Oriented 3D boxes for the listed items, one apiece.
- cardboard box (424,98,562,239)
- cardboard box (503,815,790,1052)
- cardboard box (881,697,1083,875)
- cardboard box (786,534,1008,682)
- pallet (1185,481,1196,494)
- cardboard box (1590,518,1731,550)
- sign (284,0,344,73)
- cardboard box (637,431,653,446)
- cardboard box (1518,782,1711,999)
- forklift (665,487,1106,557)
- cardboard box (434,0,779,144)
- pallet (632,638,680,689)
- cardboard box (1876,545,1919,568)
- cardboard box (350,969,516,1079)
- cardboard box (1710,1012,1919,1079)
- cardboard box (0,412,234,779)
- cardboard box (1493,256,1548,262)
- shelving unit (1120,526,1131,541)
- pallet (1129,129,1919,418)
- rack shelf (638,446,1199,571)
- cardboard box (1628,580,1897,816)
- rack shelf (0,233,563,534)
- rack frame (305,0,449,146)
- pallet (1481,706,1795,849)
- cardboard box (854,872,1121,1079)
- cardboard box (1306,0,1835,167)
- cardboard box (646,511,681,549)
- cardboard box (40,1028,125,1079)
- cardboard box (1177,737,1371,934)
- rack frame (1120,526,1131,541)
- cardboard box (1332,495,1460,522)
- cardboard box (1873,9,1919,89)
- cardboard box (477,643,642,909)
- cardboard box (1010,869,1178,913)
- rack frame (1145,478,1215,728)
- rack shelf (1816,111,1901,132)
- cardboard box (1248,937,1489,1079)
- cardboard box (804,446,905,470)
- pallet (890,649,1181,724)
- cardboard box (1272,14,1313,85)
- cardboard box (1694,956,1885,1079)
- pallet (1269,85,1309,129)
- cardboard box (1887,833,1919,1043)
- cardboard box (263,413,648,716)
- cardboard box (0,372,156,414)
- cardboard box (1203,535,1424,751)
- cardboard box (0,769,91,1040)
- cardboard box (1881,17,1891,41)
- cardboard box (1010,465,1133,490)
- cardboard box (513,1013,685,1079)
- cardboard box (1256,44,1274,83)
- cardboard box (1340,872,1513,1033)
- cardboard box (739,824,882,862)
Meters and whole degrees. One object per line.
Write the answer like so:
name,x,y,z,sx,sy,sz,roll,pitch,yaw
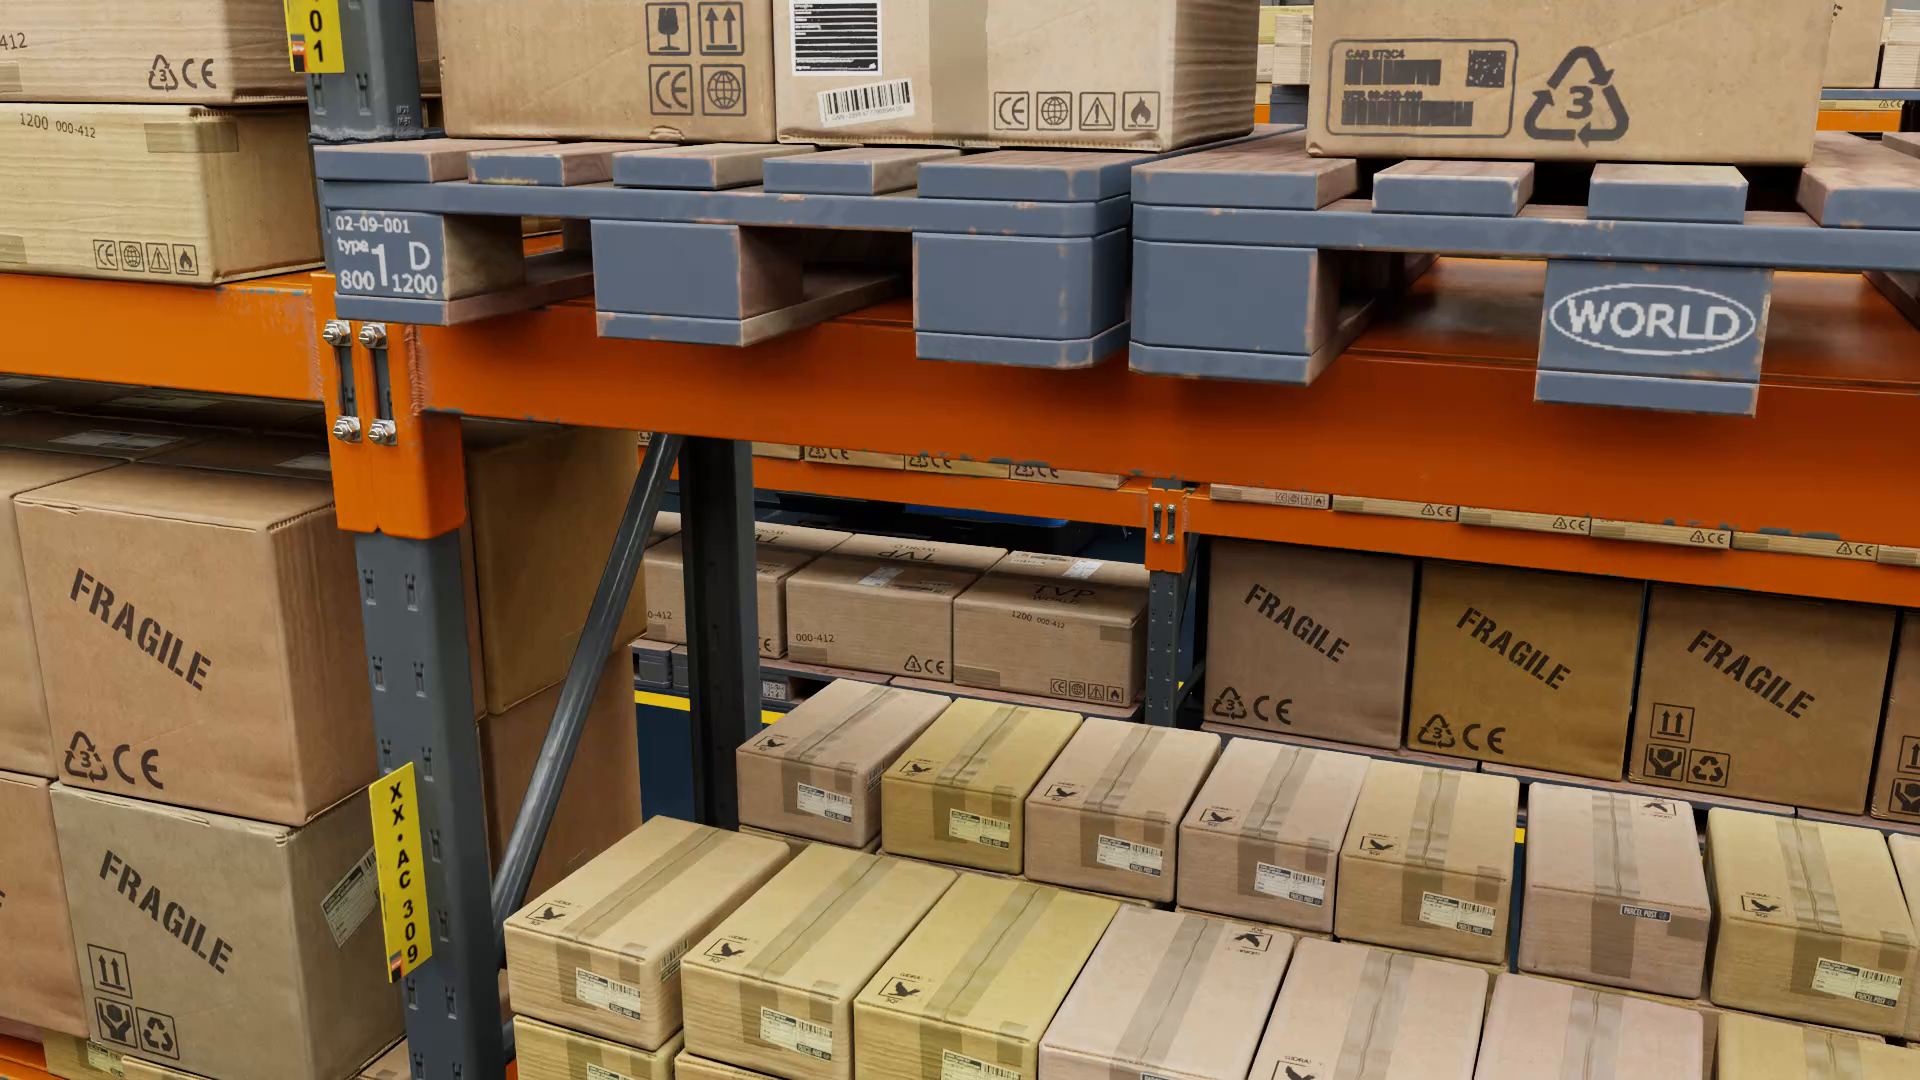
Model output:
cardboard box,-0.983,-0.708,3.121,0.500,0.250,0.500,7,18,23
cardboard box,-0.451,0.569,2.463,0.250,0.149,0.380,7,18,23
cardboard box,0.046,0.427,2.952,0.250,0.149,0.380,6,17,19
cardboard box,-0.305,0.327,8.508,0.875,0.438,0.875,6,17,19
pallet,2.252,-0.537,12.644,1.213,0.211,1.003,6,17,21
cardboard box,2.800,-0.170,6.647,0.500,0.250,0.500,6,17,20
sign,-0.841,-0.771,2.141,0.005,0.325,0.100,6,17,21
cardboard box,-1.359,-0.750,8.198,0.500,0.500,0.500,6,17,20
cardboard box,1.008,0.534,2.586,0.250,0.149,0.380,5,17,18
forklift,-0.585,-1.473,10.989,3.031,2.935,1.130,6,17,21
cardboard box,-0.337,-0.847,2.397,0.500,0.500,0.700,6,17,21
pallet,-1.875,0.474,9.163,1.213,0.211,1.003,6,17,21
cardboard box,3.747,-0.069,6.301,0.500,0.250,0.500,7,17,22
cardboard box,-1.001,0.928,3.046,0.250,0.149,0.380,6,17,20
cardboard box,1.004,0.728,1.916,0.250,0.149,0.380,7,18,22
cardboard box,-1.668,0.076,3.026,0.500,0.500,0.500,6,17,19
cardboard box,2.529,-0.957,7.119,0.500,0.500,0.500,7,18,22
shelving unit,1.123,-1.013,11.445,0.503,0.431,2.100,-5,61,-20
pallet,0.852,-0.378,2.052,1.003,0.211,1.213,6,17,21
rack shelf,-0.787,-0.377,8.382,4.000,0.370,1.077,6,17,21
cardboard box,3.354,0.526,7.041,0.875,0.875,0.875,7,17,21
rack shelf,-2.510,-0.523,3.506,4.000,0.370,1.077,6,17,21
rack frame,-0.649,-2.105,2.283,0.127,3.000,1.000,6,17,21
pallet,2.957,1.005,7.333,1.213,0.211,1.003,6,17,21
cardboard box,0.048,0.623,2.278,0.250,0.149,0.380,6,17,21
cardboard box,0.740,-0.723,1.966,0.637,0.503,0.797,6,17,20
cardboard box,-1.997,0.143,9.142,0.875,0.438,0.875,6,17,19
cardboard box,-1.507,0.888,3.187,0.250,0.149,0.380,7,18,23
cardboard box,0.530,0.481,2.767,0.250,0.149,0.380,6,17,20
rack frame,0.894,-0.992,11.364,0.015,0.400,2.100,-5,61,-20
cardboard box,1.868,-0.280,7.026,0.500,0.250,0.500,6,17,19
cardboard box,3.385,-1.736,5.882,0.258,0.266,0.396,6,17,19
cardboard box,-1.017,0.469,3.463,0.500,0.500,0.500,6,17,20
cardboard box,0.269,0.595,2.909,0.250,0.149,0.380,7,18,23
rack frame,1.073,-0.518,7.577,0.127,3.000,1.000,6,17,21
rack shelf,4.751,-2.696,10.990,4.000,0.370,1.077,6,17,21
cardboard box,0.517,0.675,2.098,0.250,0.149,0.380,6,17,20
cardboard box,-0.406,-0.646,7.839,0.500,0.500,0.500,6,17,20
pallet,0.394,0.723,8.304,1.213,0.211,1.003,6,17,21
cardboard box,1.410,-1.954,6.630,0.258,0.266,0.396,6,17,20
cardboard box,1.245,0.702,2.539,0.250,0.149,0.380,7,18,23
pallet,1.944,-1.785,6.907,1.217,0.209,0.805,6,17,18
cardboard box,1.490,0.587,2.401,0.250,0.149,0.380,7,18,22
cardboard box,-0.979,-0.004,3.301,0.500,0.500,0.500,7,17,22
cardboard box,-1.925,-0.113,3.675,0.500,0.500,0.500,7,17,22
cardboard box,1.679,0.344,7.668,0.875,0.875,0.875,7,18,22
cardboard box,-1.685,0.556,3.166,0.500,0.500,0.500,6,17,19
cardboard box,5.712,-3.126,10.201,0.250,0.149,0.380,6,17,19
cardboard box,0.548,-0.547,7.498,0.500,0.500,0.500,6,17,21
cardboard box,-0.451,0.712,2.504,0.250,0.149,0.380,7,17,22
cardboard box,2.350,-3.301,11.520,0.500,0.250,0.500,6,17,21
cardboard box,0.766,0.649,2.723,0.250,0.149,0.380,5,17,18
cardboard box,-0.206,0.542,3.090,0.250,0.149,0.380,7,18,22
